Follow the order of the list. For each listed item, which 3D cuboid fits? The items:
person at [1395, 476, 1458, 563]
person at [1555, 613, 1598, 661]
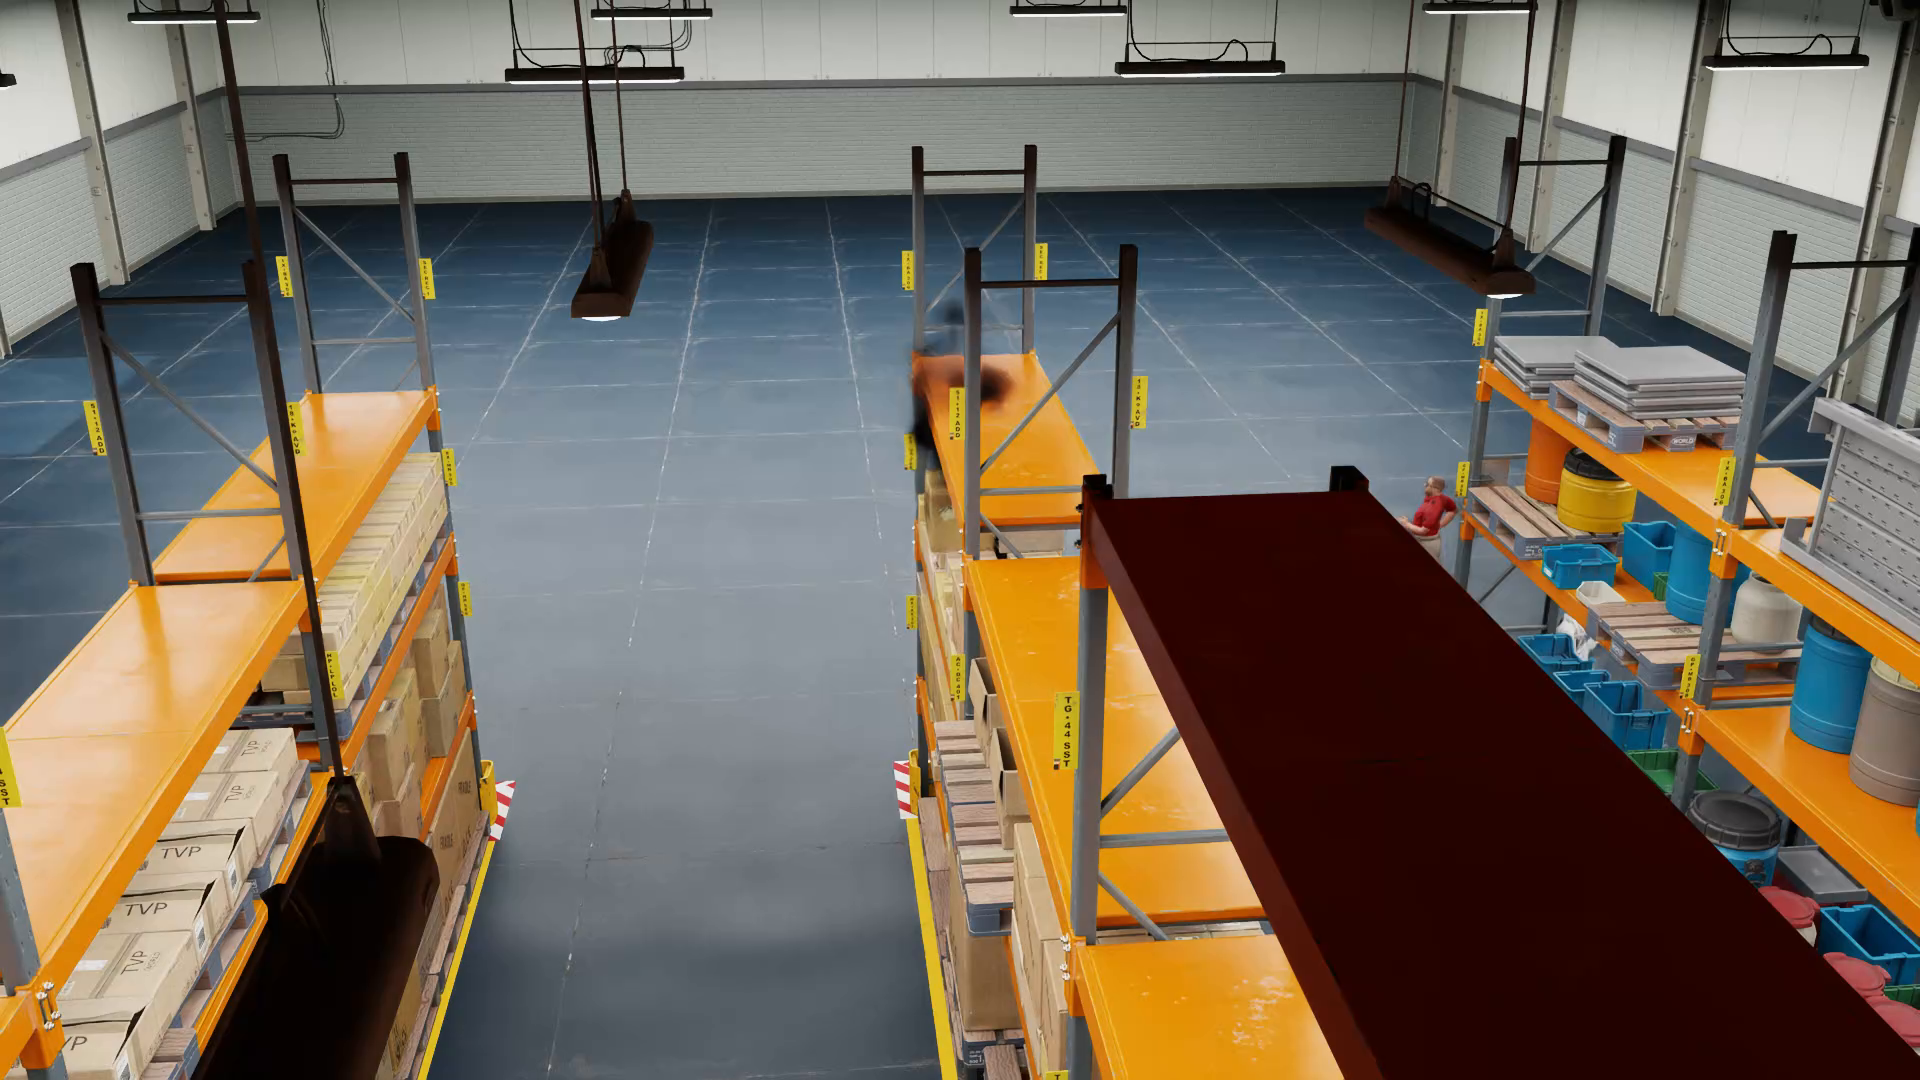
[{"bbox_3d":[5.337,0.088,19.123,0.719,1.760,0.639,7,23,17],"label":"person"},{"bbox_3d":[5.962,1.181,16.408,0.559,1.644,0.604,15,26,33],"label":"person"}]
